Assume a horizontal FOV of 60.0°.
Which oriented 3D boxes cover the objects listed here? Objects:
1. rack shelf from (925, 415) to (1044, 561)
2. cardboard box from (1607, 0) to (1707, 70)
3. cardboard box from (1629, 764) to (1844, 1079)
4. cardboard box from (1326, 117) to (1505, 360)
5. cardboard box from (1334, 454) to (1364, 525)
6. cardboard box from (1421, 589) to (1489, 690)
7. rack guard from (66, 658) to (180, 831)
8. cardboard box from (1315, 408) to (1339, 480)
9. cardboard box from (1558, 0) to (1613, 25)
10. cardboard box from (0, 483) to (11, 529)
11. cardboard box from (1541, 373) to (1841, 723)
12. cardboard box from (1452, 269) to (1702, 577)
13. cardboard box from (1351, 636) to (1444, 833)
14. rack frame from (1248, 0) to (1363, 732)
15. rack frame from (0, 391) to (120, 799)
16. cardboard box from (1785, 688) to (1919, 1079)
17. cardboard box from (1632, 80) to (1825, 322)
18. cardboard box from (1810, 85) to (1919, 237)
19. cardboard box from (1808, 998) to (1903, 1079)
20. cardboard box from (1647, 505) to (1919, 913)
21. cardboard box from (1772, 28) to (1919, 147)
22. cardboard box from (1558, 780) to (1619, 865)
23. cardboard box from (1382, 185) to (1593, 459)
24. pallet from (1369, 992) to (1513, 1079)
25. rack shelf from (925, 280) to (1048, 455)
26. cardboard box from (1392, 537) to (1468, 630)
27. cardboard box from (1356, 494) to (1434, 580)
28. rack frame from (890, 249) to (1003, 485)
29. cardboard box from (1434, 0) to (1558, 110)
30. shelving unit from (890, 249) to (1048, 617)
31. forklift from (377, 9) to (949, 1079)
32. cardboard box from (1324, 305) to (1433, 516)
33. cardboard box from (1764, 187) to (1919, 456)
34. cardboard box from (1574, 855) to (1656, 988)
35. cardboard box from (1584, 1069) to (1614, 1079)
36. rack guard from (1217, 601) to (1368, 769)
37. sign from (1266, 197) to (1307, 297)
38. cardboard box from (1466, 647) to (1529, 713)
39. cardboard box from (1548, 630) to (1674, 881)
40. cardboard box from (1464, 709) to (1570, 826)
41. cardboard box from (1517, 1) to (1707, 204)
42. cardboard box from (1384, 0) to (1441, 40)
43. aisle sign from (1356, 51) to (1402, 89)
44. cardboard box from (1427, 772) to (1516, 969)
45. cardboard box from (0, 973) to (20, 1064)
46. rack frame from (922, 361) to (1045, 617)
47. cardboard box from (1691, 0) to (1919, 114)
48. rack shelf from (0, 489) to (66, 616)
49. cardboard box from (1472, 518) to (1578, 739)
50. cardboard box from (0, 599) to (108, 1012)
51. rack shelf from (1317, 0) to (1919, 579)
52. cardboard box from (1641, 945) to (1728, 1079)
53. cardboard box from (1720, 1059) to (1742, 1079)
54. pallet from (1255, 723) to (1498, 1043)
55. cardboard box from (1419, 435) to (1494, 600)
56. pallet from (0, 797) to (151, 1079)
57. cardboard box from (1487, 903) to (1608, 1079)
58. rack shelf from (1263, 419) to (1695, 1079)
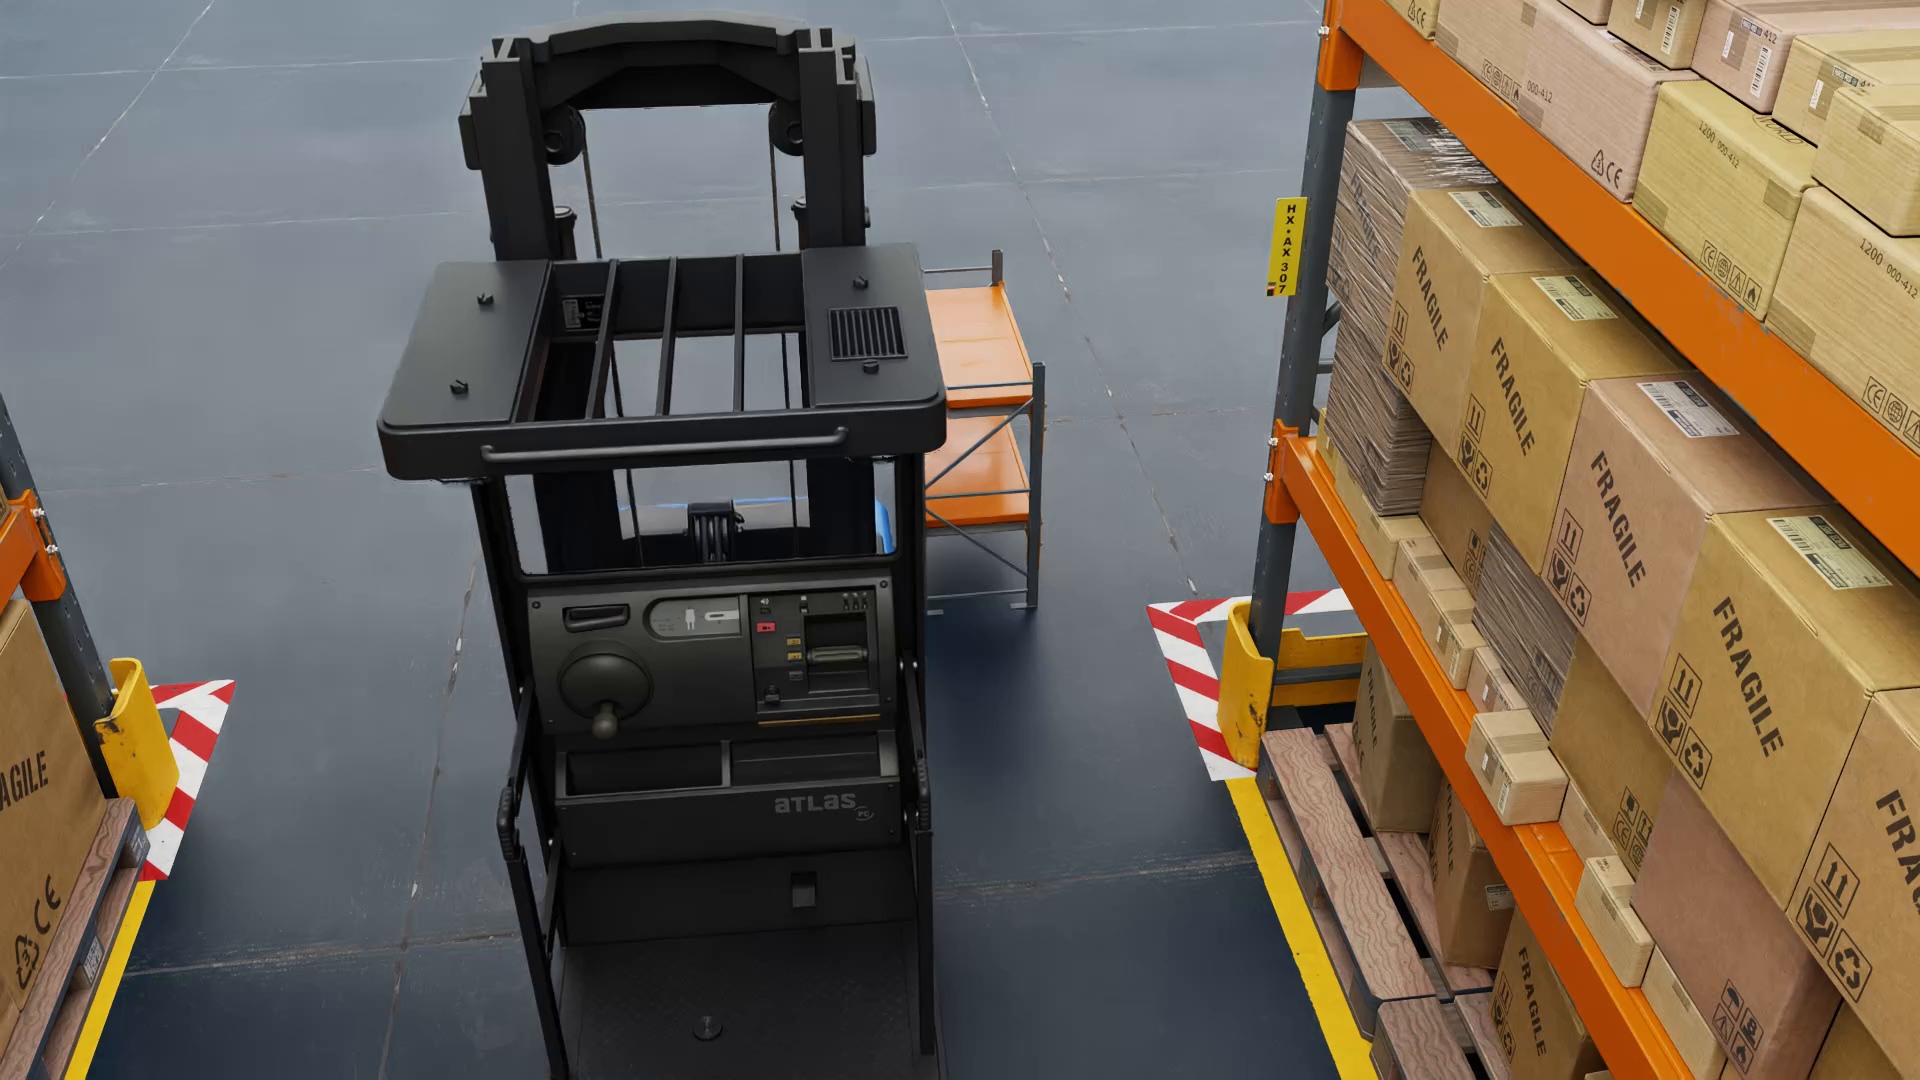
[{"bbox_3d":[0.001,-0.259,7.065,0.538,0.278,1.000,-4,35,-6],"label":"rack shelf"},{"bbox_3d":[1.500,-1.031,3.215,0.380,0.149,0.250,-6,35,-9],"label":"cardboard box"},{"bbox_3d":[1.890,0.671,3.249,0.875,0.500,0.500,-4,35,-6],"label":"cardboard box"},{"bbox_3d":[1.354,-0.838,4.575,0.500,0.500,0.500,-4,35,-6],"label":"cardboard box"},{"bbox_3d":[1.367,-0.166,5.053,0.380,0.149,0.250,-4,35,-6],"label":"cardboard box"},{"bbox_3d":[1.467,0.252,4.439,0.380,0.149,0.250,-4,35,-6],"label":"cardboard box"},{"bbox_3d":[-3.381,0.751,5.705,1.175,0.500,0.348,-4,35,-6],"label":"rack guard"},{"bbox_3d":[1.353,-0.307,5.260,0.380,0.149,0.250,-4,35,-6],"label":"cardboard box"},{"bbox_3d":[1.448,-1.182,3.437,0.380,0.149,0.250,-4,35,-7],"label":"cardboard box"},{"bbox_3d":[-3.283,-0.127,4.640,0.875,0.550,0.550,-4,35,-6],"label":"cardboard box"},{"bbox_3d":[1.557,-0.001,3.347,0.500,0.500,0.500,-4,35,-6],"label":"cardboard box"},{"bbox_3d":[1.483,-0.280,3.756,0.500,0.500,0.500,-4,35,-6],"label":"cardboard box"},{"bbox_3d":[1.618,0.621,5.522,0.500,0.500,0.500,2,34,2],"label":"cardboard box"},{"bbox_3d":[1.551,-0.588,5.449,1.000,3.000,0.127,-4,35,-6],"label":"rack frame"},{"bbox_3d":[-3.378,-0.269,4.981,1.000,3.000,0.127,-4,35,-6],"label":"rack frame"},{"bbox_3d":[1.687,0.557,2.528,0.500,0.500,0.500,-4,35,-6],"label":"cardboard box"},{"bbox_3d":[1.572,-0.623,2.970,0.500,0.250,0.500,-3,34,-5],"label":"cardboard box"},{"bbox_3d":[1.576,-0.593,2.572,0.380,0.149,0.250,-3,34,-4],"label":"cardboard box"},{"bbox_3d":[2.057,0.942,2.851,0.875,0.500,0.500,-4,35,-6],"label":"cardboard box"},{"bbox_3d":[1.620,0.278,2.937,0.500,0.500,0.500,-4,35,-6],"label":"cardboard box"},{"bbox_3d":[1.627,-0.750,2.802,0.380,0.149,0.250,-6,35,-8],"label":"cardboard box"},{"bbox_3d":[1.623,0.667,3.831,0.380,0.149,0.250,-4,35,-6],"label":"cardboard box"},{"bbox_3d":[1.415,-0.558,4.165,0.500,0.500,0.500,-4,35,-6],"label":"cardboard box"},{"bbox_3d":[1.796,1.742,4.507,1.003,0.211,1.213,-4,35,-6],"label":"pallet"},{"bbox_3d":[0.001,-0.703,6.763,0.538,0.278,1.000,-4,35,-6],"label":"rack shelf"},{"bbox_3d":[1.440,0.112,4.645,0.380,0.149,0.250,-4,35,-6],"label":"cardboard box"},{"bbox_3d":[1.386,-0.026,4.847,0.380,0.149,0.250,-4,35,-6],"label":"cardboard box"},{"bbox_3d":[-0.067,-0.745,7.344,0.500,1.125,0.032,-4,35,-6],"label":"rack frame"},{"bbox_3d":[1.435,-1.190,3.802,0.500,0.250,0.500,-5,35,-7],"label":"cardboard box"},{"bbox_3d":[0.001,-0.461,6.928,0.538,1.125,1.048,-4,35,-6],"label":"shelving unit"},{"bbox_3d":[-0.610,0.359,4.120,1.130,2.935,3.031,-3,34,-5],"label":"forklift"},{"bbox_3d":[1.597,-0.443,4.884,0.875,0.500,0.500,-4,35,-6],"label":"cardboard box"},{"bbox_3d":[1.635,-0.344,2.561,0.500,0.250,0.500,-5,35,-7],"label":"cardboard box"},{"bbox_3d":[1.581,0.812,3.618,0.380,0.149,0.250,-4,35,-6],"label":"cardboard box"},{"bbox_3d":[1.828,1.618,4.059,0.500,0.500,0.500,-7,35,-11],"label":"cardboard box"},{"bbox_3d":[1.561,0.487,6.091,1.175,0.500,0.348,-4,35,-6],"label":"rack guard"},{"bbox_3d":[1.013,-0.905,5.145,0.100,0.325,0.005,-4,35,-6],"label":"sign"},{"bbox_3d":[1.527,0.390,4.237,0.380,0.149,0.250,-4,35,-6],"label":"cardboard box"},{"bbox_3d":[1.864,0.389,3.663,0.875,0.500,0.500,-4,35,-6],"label":"cardboard box"},{"bbox_3d":[1.458,0.537,4.021,0.380,0.149,0.250,-4,35,-6],"label":"cardboard box"},{"bbox_3d":[1.497,-0.913,3.396,0.500,0.250,0.500,-4,35,-7],"label":"cardboard box"},{"bbox_3d":[1.359,-1.477,4.224,0.500,0.250,0.500,-3,34,-5],"label":"cardboard box"},{"bbox_3d":[1.245,-1.674,4.735,0.394,0.787,0.004,-4,35,-6],"label":"aisle sign"},{"bbox_3d":[1.732,0.952,5.036,0.500,0.500,0.500,4,35,6],"label":"cardboard box"},{"bbox_3d":[-3.101,1.300,4.193,0.875,0.875,0.875,-5,35,-7],"label":"cardboard box"},{"bbox_3d":[0.069,-0.177,6.511,0.500,1.125,0.032,-4,35,-6],"label":"rack frame"},{"bbox_3d":[1.579,-0.895,3.016,0.380,0.149,0.250,-5,35,-7],"label":"cardboard box"},{"bbox_3d":[-3.109,1.144,3.546,1.077,0.370,4.000,-4,35,-6],"label":"rack shelf"},{"bbox_3d":[1.808,0.109,4.074,0.875,0.500,0.500,-4,35,-6],"label":"cardboard box"},{"bbox_3d":[-3.221,0.809,4.913,0.875,0.875,0.875,-4,34,-6],"label":"cardboard box"},{"bbox_3d":[1.820,-0.414,3.170,1.077,0.370,4.000,-4,35,-6],"label":"rack shelf"},{"bbox_3d":[1.649,0.949,3.417,0.380,0.149,0.250,-4,35,-6],"label":"cardboard box"},{"bbox_3d":[1.723,1.085,3.217,0.380,0.149,0.250,-4,35,-6],"label":"cardboard box"},{"bbox_3d":[1.635,1.063,5.503,1.003,0.211,1.213,-4,35,-6],"label":"pallet"},{"bbox_3d":[1.783,-0.173,4.488,0.875,0.500,0.500,-4,35,-6],"label":"cardboard box"},{"bbox_3d":[-3.193,1.324,5.120,1.003,0.211,1.213,-4,35,-6],"label":"pallet"},{"bbox_3d":[1.798,1.303,4.521,0.500,0.500,0.500,-1,34,-2],"label":"cardboard box"},{"bbox_3d":[1.820,0.825,4.014,1.077,0.370,4.000,-4,35,-6],"label":"rack shelf"}]
